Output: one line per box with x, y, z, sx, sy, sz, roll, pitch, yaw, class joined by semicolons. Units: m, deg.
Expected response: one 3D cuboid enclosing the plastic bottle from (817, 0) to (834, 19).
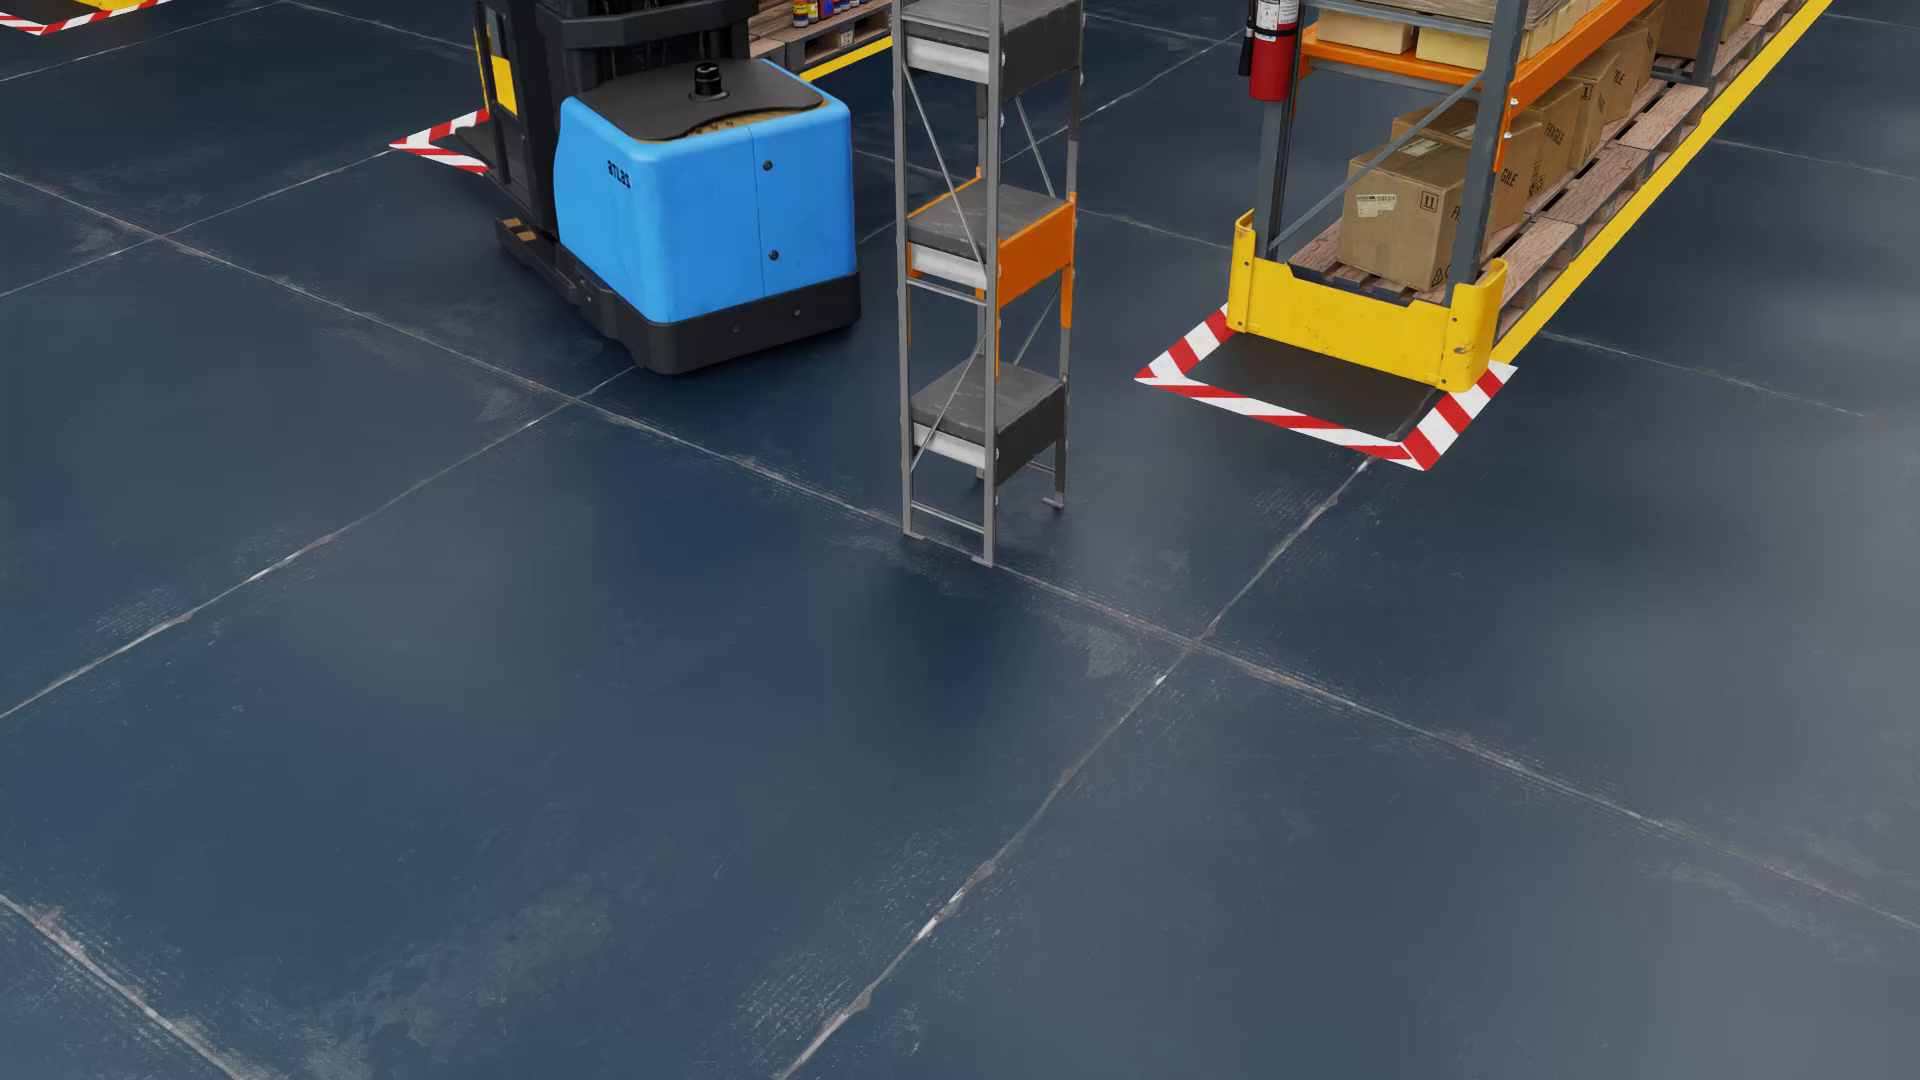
-0.889;-3.567;10.879;0.061;0.283;0.133;22;40;29;plastic bottle

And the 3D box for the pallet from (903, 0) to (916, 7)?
-0.459;-4.067;12.075;1.003;0.211;1.213;21;39;28;pallet

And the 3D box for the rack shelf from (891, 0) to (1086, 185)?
0.094;-1.515;5.390;0.431;0.518;0.480;21;39;28;rack shelf

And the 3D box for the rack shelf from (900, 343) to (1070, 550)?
0.094;-0.355;6.174;0.431;0.518;0.480;21;39;28;rack shelf

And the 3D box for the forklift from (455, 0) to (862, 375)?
-1.687;-2.714;7.646;1.130;2.935;3.031;-20;39;-27;forklift

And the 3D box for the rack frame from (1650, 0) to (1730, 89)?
4.027;-3.936;9.392;1.000;3.000;0.127;21;39;28;rack frame

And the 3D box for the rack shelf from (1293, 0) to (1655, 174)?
2.886;-2.717;8.233;1.077;0.370;4.000;21;39;28;rack shelf

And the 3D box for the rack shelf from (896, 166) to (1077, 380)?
0.094;-0.935;5.782;0.431;0.518;0.480;21;39;28;rack shelf

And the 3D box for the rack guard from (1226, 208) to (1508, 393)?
1.789;-1.094;7.422;1.175;0.500;0.348;21;39;28;rack guard

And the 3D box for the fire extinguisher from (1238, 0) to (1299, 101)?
1.302;-2.157;6.831;0.296;0.674;0.183;21;39;28;fire extinguisher

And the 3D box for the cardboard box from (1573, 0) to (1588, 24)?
2.543;-2.387;7.326;0.380;0.149;0.250;21;39;28;cardboard box

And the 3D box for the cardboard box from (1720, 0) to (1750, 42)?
4.682;-3.572;10.692;0.700;0.500;0.500;21;39;28;cardboard box

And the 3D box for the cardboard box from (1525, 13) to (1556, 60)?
2.263;-2.155;6.983;0.380;0.149;0.250;21;39;28;cardboard box

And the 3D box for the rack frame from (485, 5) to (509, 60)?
-2.323;-3.677;9.009;1.000;3.000;0.127;21;39;28;rack frame

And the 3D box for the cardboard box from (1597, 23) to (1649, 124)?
3.445;-2.637;9.328;0.500;0.500;0.500;-23;40;-30;cardboard box

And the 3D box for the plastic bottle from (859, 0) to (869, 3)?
-0.665;-3.761;11.176;0.097;0.271;0.097;0;34;0;plastic bottle

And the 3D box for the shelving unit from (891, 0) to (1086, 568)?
0.094;-0.946;5.774;0.431;2.100;0.503;21;39;28;shelving unit

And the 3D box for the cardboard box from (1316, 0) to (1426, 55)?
1.739;-2.188;7.032;0.380;0.149;0.250;21;39;28;cardboard box

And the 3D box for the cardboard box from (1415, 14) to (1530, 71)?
2.104;-2.046;6.822;0.380;0.149;0.250;21;39;28;cardboard box

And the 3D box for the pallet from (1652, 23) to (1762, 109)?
4.469;-3.139;10.704;1.003;0.211;1.213;21;39;28;pallet

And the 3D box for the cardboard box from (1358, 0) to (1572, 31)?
2.082;-2.504;6.920;0.875;0.500;0.500;21;39;28;cardboard box

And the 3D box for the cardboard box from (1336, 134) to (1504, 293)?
2.116;-1.515;7.670;0.500;0.500;0.500;-29;43;-35;cardboard box

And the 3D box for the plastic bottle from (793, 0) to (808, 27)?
-1.033;-3.464;10.737;0.097;0.271;0.097;0;34;0;plastic bottle

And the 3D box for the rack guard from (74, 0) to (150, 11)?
-6.404;-4.214;12.035;1.175;0.500;0.348;21;39;28;rack guard

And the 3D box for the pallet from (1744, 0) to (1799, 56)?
5.164;-3.703;11.537;1.003;0.211;1.213;21;39;28;pallet

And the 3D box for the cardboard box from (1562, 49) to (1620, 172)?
3.156;-2.326;8.868;0.500;0.500;0.500;18;38;24;cardboard box

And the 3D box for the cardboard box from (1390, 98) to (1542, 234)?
2.428;-1.801;8.093;0.500;0.500;0.500;-25;41;-32;cardboard box

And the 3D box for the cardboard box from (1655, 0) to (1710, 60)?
4.394;-3.358;10.377;0.700;0.500;0.500;18;38;25;cardboard box

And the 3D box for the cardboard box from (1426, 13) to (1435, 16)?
1.882;-2.303;7.202;0.380;0.149;0.250;21;39;28;cardboard box

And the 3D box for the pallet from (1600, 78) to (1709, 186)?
3.673;-2.460;9.699;1.003;0.211;1.213;21;39;28;pallet

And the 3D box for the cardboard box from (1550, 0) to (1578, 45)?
2.417;-2.265;7.146;0.380;0.149;0.250;21;39;28;cardboard box

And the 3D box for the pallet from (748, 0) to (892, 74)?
-1.154;-3.503;11.242;1.003;0.211;1.213;21;39;28;pallet

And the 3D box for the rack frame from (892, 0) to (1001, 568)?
-0.045;-0.834;5.608;0.400;2.100;0.015;21;39;28;rack frame

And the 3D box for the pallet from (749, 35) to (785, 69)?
-1.851;-2.944;10.415;1.003;0.211;1.213;21;39;28;pallet

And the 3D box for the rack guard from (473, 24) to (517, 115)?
-2.318;-2.691;9.784;1.175;0.500;0.348;21;39;28;rack guard

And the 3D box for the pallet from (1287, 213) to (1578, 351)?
2.282;-1.337;8.039;1.003;0.211;1.213;21;39;28;pallet

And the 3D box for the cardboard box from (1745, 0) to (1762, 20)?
5.001;-3.829;11.073;0.700;0.500;0.500;18;38;24;cardboard box

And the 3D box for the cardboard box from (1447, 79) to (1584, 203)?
2.801;-2.083;8.510;0.500;0.500;0.500;25;42;32;cardboard box

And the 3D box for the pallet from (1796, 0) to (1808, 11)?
5.861;-4.262;12.364;1.003;0.211;1.213;21;39;28;pallet

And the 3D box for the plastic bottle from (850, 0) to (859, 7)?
-0.724;-3.684;11.125;0.097;0.201;0.097;0;34;0;plastic bottle

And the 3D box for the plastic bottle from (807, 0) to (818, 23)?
-0.974;-3.482;10.827;0.097;0.201;0.097;0;34;0;plastic bottle

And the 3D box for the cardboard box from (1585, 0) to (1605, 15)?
2.691;-2.499;7.493;0.380;0.149;0.250;21;39;28;cardboard box

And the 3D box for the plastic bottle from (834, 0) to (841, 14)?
-0.838;-3.621;10.970;0.097;0.271;0.097;0;34;0;plastic bottle

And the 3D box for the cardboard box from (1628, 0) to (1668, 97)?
3.766;-2.903;9.721;0.500;0.500;0.500;20;39;27;cardboard box

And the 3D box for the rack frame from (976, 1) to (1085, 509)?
0.234;-1.058;5.940;0.400;2.100;0.015;21;39;28;rack frame

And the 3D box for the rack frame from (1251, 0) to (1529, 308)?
1.746;-2.095;6.670;1.000;3.000;0.127;21;39;28;rack frame

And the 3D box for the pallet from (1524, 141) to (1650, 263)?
2.978;-1.896;8.866;1.003;0.211;1.213;21;39;28;pallet

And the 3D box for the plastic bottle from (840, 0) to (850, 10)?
-0.781;-3.668;11.038;0.097;0.271;0.097;0;34;0;plastic bottle
